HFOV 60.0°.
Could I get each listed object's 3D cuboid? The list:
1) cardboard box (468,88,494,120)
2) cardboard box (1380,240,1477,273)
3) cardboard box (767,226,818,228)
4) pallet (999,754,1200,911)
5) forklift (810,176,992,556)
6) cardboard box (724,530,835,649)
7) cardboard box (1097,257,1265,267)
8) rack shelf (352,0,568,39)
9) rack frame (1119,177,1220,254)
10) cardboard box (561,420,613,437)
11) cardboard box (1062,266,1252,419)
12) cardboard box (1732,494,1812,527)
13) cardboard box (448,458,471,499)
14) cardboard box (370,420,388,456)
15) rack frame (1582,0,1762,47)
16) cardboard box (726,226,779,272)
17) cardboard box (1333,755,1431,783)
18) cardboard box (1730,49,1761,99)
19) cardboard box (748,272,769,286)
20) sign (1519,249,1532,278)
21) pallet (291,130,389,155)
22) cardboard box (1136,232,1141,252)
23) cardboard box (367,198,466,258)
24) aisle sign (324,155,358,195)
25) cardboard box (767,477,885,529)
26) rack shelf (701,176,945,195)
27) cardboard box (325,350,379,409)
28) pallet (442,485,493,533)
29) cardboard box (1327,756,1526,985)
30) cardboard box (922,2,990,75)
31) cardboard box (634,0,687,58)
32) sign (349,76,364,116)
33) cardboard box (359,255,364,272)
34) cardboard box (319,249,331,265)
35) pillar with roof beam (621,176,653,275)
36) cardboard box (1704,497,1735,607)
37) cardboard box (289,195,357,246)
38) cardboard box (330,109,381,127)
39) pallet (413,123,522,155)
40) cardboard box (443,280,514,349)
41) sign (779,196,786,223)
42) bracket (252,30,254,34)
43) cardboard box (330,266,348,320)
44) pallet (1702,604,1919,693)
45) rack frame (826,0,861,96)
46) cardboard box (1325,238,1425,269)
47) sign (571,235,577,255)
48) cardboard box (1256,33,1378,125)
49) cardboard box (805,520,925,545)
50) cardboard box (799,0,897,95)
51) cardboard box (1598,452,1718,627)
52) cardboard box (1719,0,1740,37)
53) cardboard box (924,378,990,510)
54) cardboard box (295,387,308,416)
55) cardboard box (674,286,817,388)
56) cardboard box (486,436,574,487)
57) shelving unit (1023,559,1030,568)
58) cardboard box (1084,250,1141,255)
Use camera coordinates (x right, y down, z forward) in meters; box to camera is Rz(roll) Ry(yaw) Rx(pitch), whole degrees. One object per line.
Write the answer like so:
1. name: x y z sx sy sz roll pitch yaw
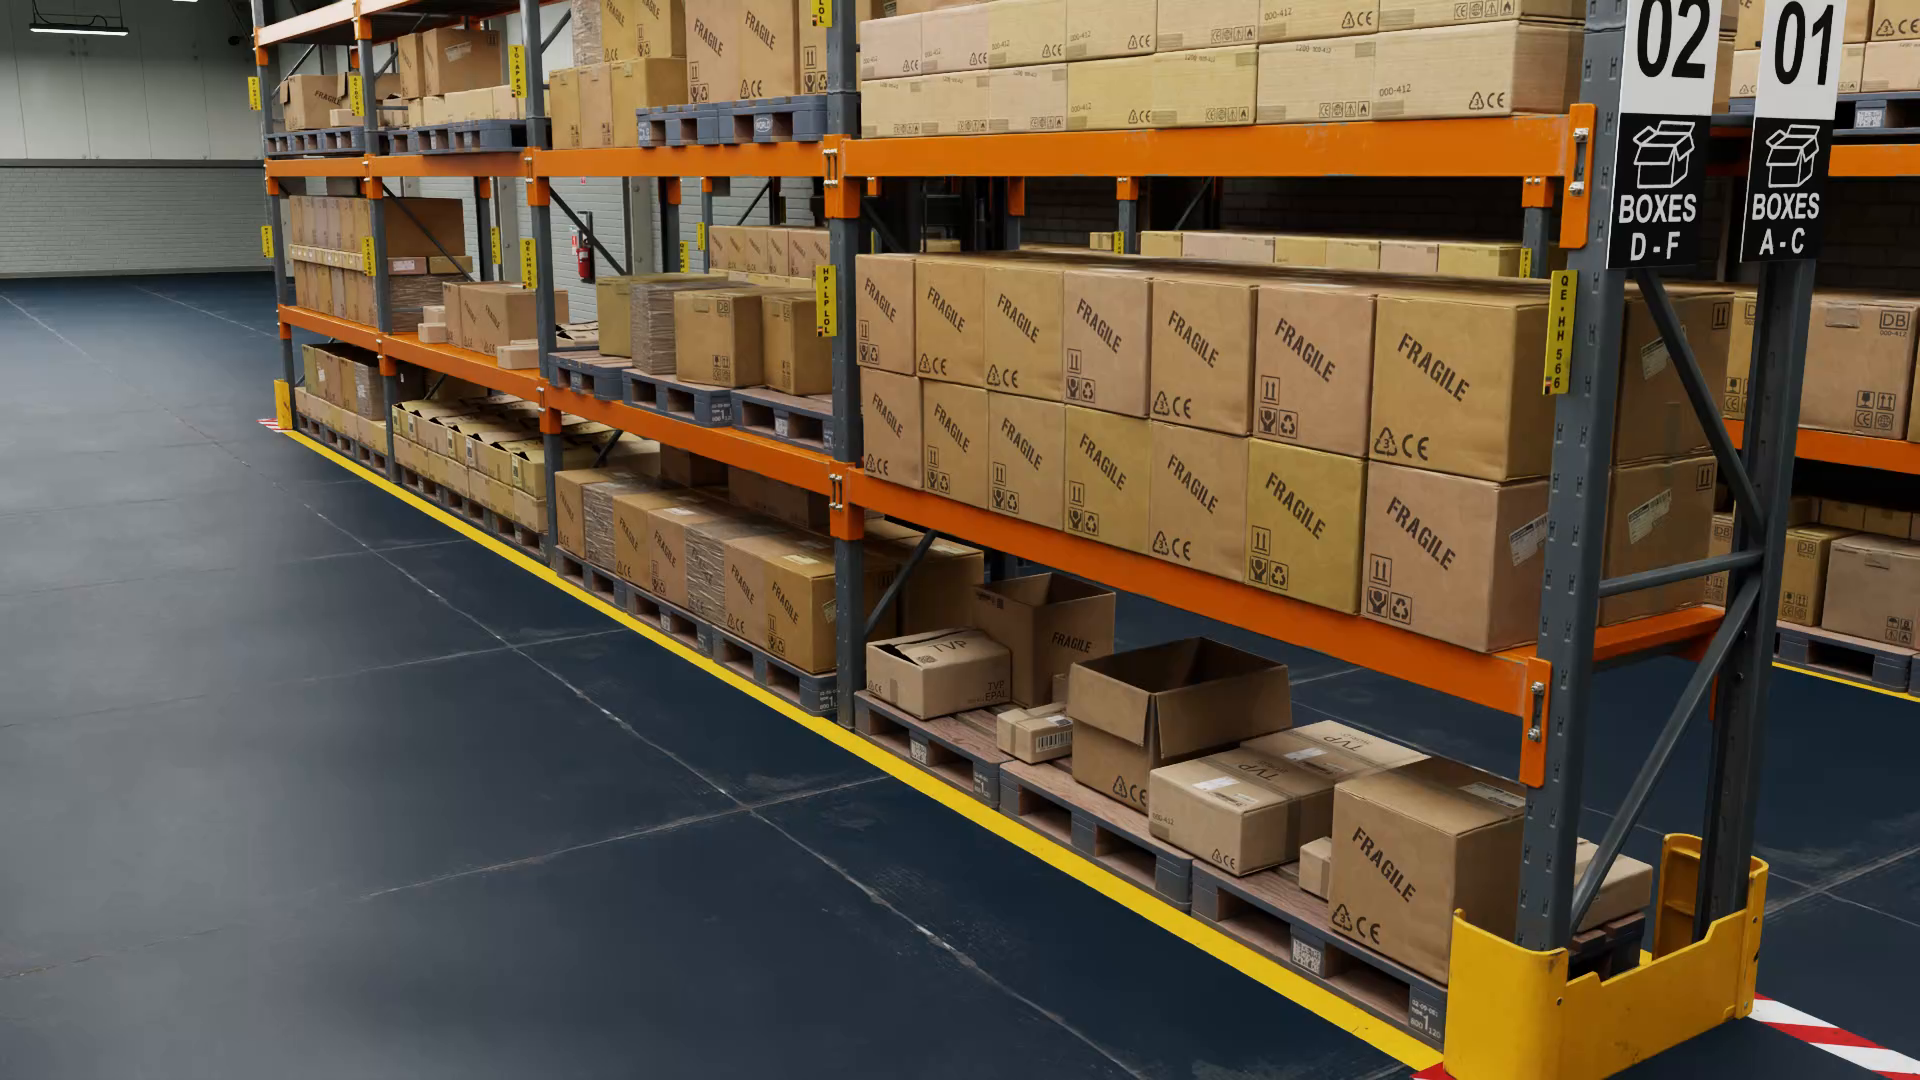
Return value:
1. cardboard box: -3.283 -3.179 12.223 0.500 0.250 0.500 -8 15 -34
2. cardboard box: 3.220 -1.904 11.315 0.500 0.250 0.500 -8 15 -32
3. cardboard box: -1.973 -3.477 19.788 0.500 0.500 0.500 -8 15 -32
4. pallet: 0.904 1.100 6.839 1.003 0.211 1.213 -8 15 -33
5. forklift: -0.433 -1.554 12.605 1.130 2.935 3.031 -9 15 -35
6. cardboard box: -0.934 0.261 8.966 0.500 0.500 0.500 -8 15 -33
7. cardboard box: 0.906 -0.900 6.880 0.500 0.500 0.500 -8 15 -32
8. rack shelf: -3.480 -4.053 12.452 1.077 0.370 4.000 -8 15 -33
9. rack frame: 1.750 -1.900 14.031 1.000 3.000 0.127 -8 15 -33
10. cardboard box: -2.996 -0.761 12.959 0.500 0.311 0.500 -9 15 -34
11. cardboard box: 0.729 -0.747 6.183 0.500 0.500 0.500 -8 14 -31
12. cardboard box: 4.623 -0.169 9.465 0.380 0.149 0.250 -9 15 -34
13. cardboard box: -3.718 -0.512 13.136 0.500 0.250 0.500 -8 15 -32
14. cardboard box: -5.027 -0.943 15.107 0.500 0.250 0.500 -8 15 -33
15. rack frame: 2.061 -2.821 4.199 1.000 3.000 0.127 -8 15 -33
16. cardboard box: -2.402 -3.416 19.512 0.500 0.500 0.500 -8 15 -33
17. cardboard box: 1.719 1.019 6.089 0.500 0.250 0.500 -8 15 -33
18. cardboard box: 4.400 -2.589 9.291 0.500 0.250 0.500 -8 15 -34
19. cardboard box: -2.099 -2.953 19.150 0.500 0.250 0.500 -8 15 -34
20. sign: 3.520 -1.650 10.361 0.100 0.325 0.005 -8 15 -33
21. pallet: -5.754 -3.812 15.959 1.003 0.211 1.213 -8 15 -33
22. cardboard box: 1.534 -2.539 14.168 0.380 0.149 0.250 -11 16 -40
23. cardboard box: -4.839 -2.786 14.808 0.700 0.500 0.500 -8 15 -32
24. aisle sign: -6.596 -4.053 17.787 0.394 0.787 0.004 -8 15 -33
25. cardboard box: -0.774 -0.255 9.572 0.500 0.250 0.500 -8 15 -33
26. rack shelf: -1.574 -4.081 18.667 1.077 0.370 4.000 -8 15 -33
27. cardboard box: -5.863 -1.576 16.243 0.500 0.500 0.500 -8 15 -33
28. pallet: -3.467 -0.319 13.326 1.003 0.211 1.213 -8 15 -33
29. cardboard box: 1.555 1.048 5.369 0.500 0.500 0.500 -8 15 -33
30. cardboard box: 0.186 -2.034 6.800 0.500 0.250 0.500 -8 15 -33
31. cardboard box: -1.570 -3.056 9.721 0.500 0.500 0.500 -8 15 -33
32. sign: -5.049 -3.715 13.914 0.100 0.325 0.005 -8 15 -33
33. cardboard box: -5.199 -2.504 15.038 0.380 0.149 0.250 -9 15 -34
34. cardboard box: -6.050 -2.778 16.291 0.380 0.149 0.250 -8 15 -33
35. pillar with roof beam: -8.482 -6.789 22.344 9.100 9.000 0.400 -8 15 -33
36. cardboard box: 4.571 0.062 9.926 0.700 0.500 0.500 -8 15 -33
37. cardboard box: -6.527 -3.325 17.274 0.700 0.500 0.500 -8 15 -33
38. cardboard box: -5.484 -3.823 15.079 0.380 0.149 0.250 -8 15 -33
39. pallet: -3.444 -2.995 12.457 1.003 0.211 1.213 -7 14 -30
40. cardboard box: -3.884 -1.841 13.527 0.500 0.500 0.500 -7 14 -29
41. sign: -2.209 -4.105 20.663 0.100 0.325 0.005 -8 15 -33
42. bracket: -18.261 -13.210 43.278 0.235 0.232 0.430 -8 15 -33
43. cardboard box: -5.696 -2.425 16.198 0.700 0.500 0.500 -8 14 -31
44. pallet: 5.003 0.535 9.422 1.003 0.211 1.213 -8 15 -33
45. rack frame: -0.155 -3.533 7.452 1.000 3.000 0.127 -8 15 -33
46. cardboard box: 2.937 -1.995 11.730 0.500 0.250 0.500 -8 15 -32
47. sign: -6.456 -4.940 27.847 0.001 0.329 0.234 -8 15 -33
48. cardboard box: 1.289 -1.433 5.223 0.500 0.250 0.500 -8 15 -33
49. cardboard box: -0.525 0.196 9.266 0.500 0.500 0.500 -8 15 -32
50. cardboard box: -0.373 -2.469 8.156 0.600 0.600 0.600 -10 16 -38
51. cardboard box: 2.035 -0.050 5.333 0.500 0.500 0.500 -8 15 -32
52. cardboard box: 1.993 -1.649 5.041 0.500 0.250 0.500 -8 15 -33
53. cardboard box: 0.187 -0.437 7.106 0.500 0.500 0.500 -8 15 -32
54. cardboard box: -6.692 -1.476 17.545 0.500 0.250 0.500 -8 15 -33
55. cardboard box: -1.186 -1.163 9.441 0.500 0.500 0.700 11 16 41
56. cardboard box: -3.160 -0.605 12.247 0.500 0.311 0.500 -8 15 -34
57. shelving unit: 0.510 -0.422 11.460 0.258 1.200 0.189 -7 18 -31
58. cardboard box: 1.482 -2.247 14.350 0.700 0.500 0.500 -10 16 -39
